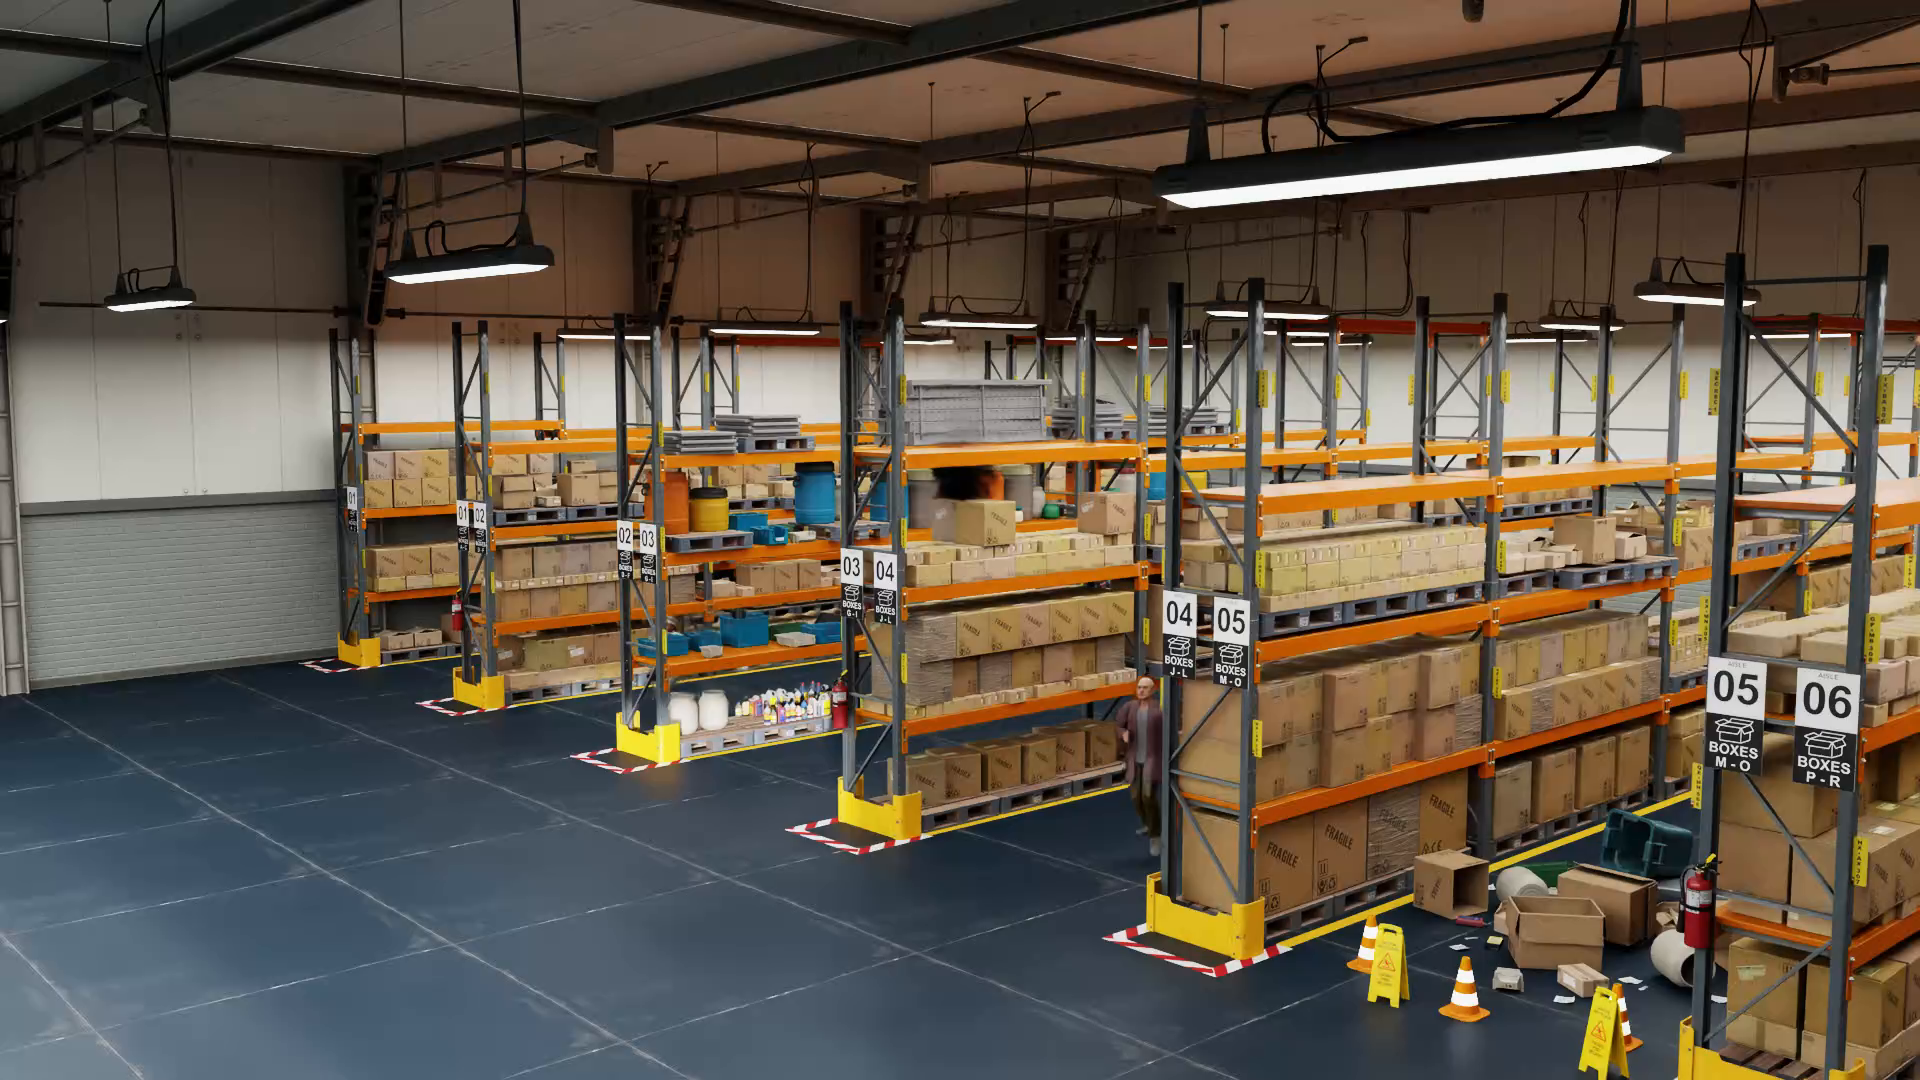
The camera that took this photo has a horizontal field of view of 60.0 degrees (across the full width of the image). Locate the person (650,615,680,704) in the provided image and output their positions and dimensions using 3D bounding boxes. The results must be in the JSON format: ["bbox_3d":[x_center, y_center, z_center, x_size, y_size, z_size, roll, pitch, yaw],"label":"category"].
[{"bbox_3d":[-4.266,1.925,24.601,0.582,1.665,0.557,5,8,42],"label":"person"}]

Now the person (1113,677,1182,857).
[{"bbox_3d":[1.949,2.376,17.527,0.720,1.869,0.738,3,7,30],"label":"person"}]

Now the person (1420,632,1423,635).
[{"bbox_3d":[6.206,2.049,22.805,0.705,1.727,0.661,5,7,41],"label":"person"}]
